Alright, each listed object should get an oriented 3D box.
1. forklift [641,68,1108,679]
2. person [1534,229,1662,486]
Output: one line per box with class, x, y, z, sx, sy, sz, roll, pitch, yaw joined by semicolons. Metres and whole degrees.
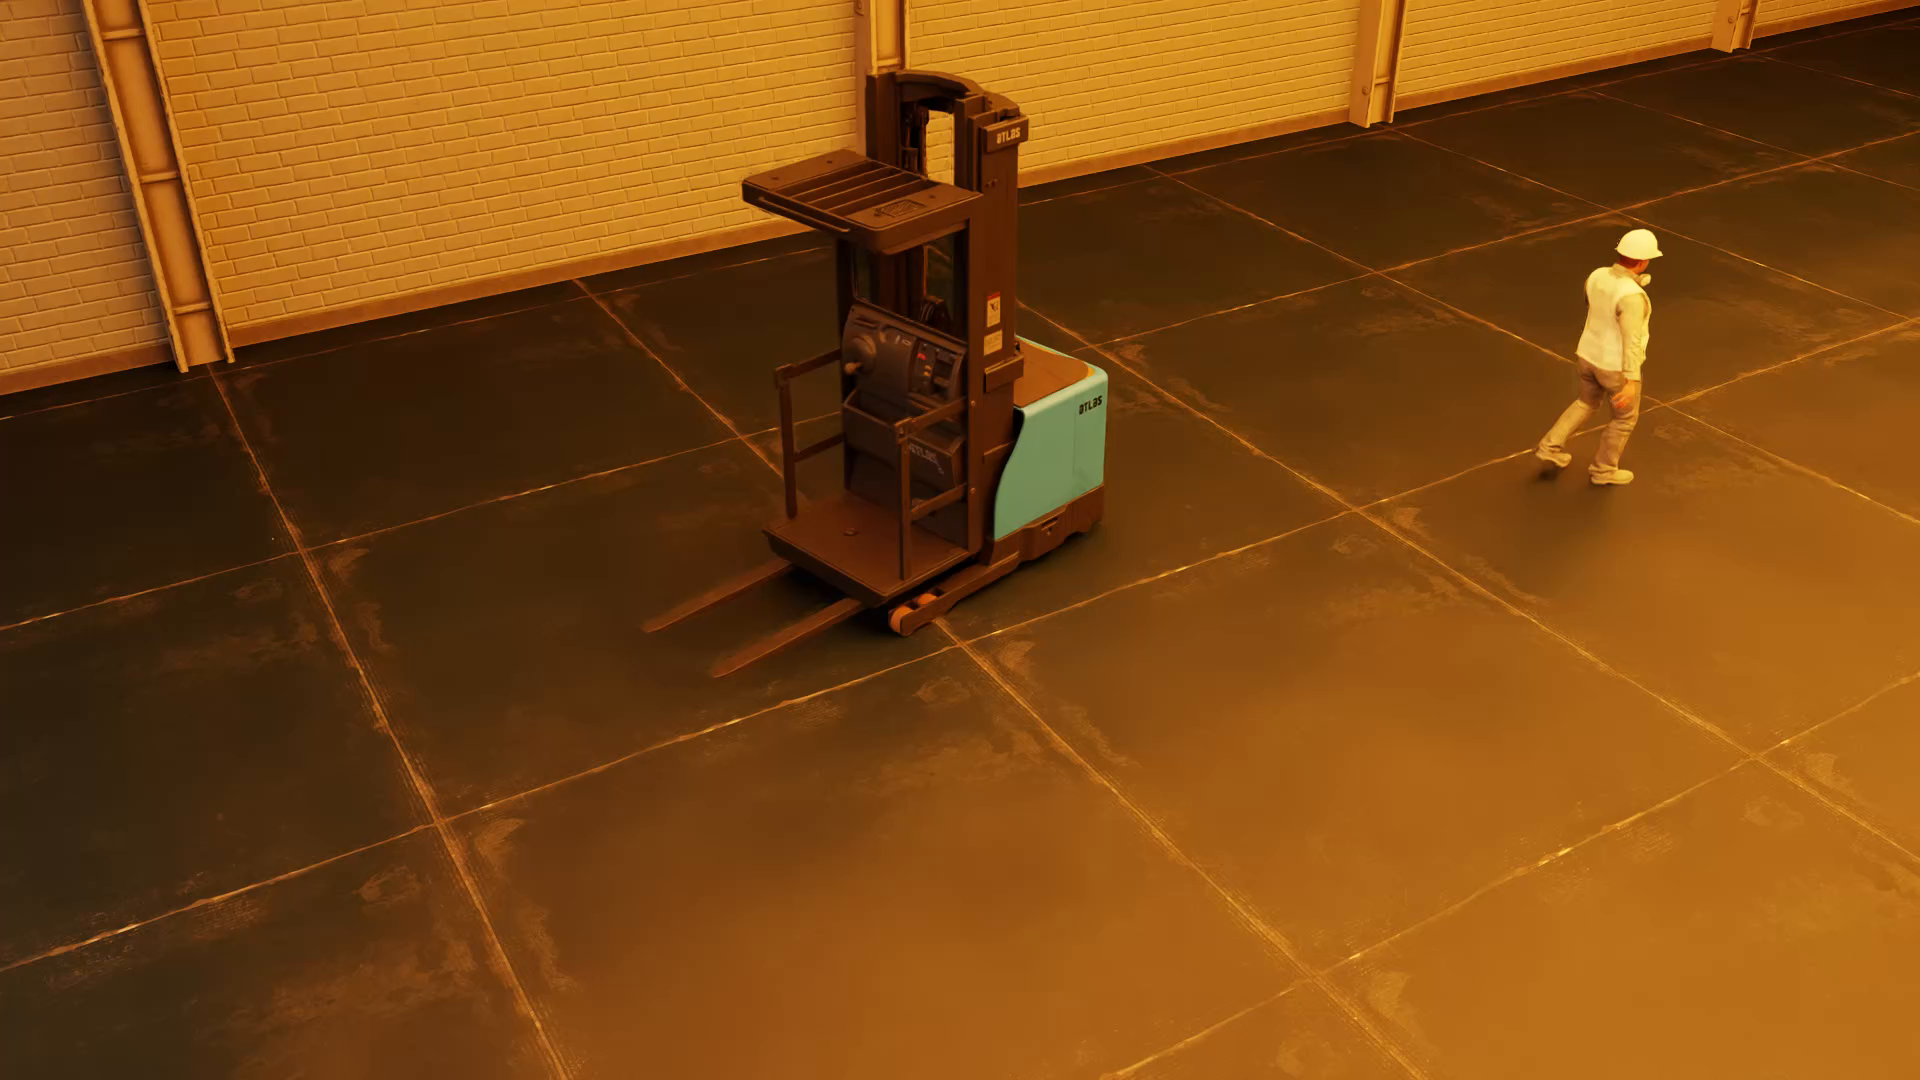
forklift;-0.475;-1.005;9.326;1.130;2.935;3.031;27;40;37
person;4.212;-1.165;10.743;0.662;1.752;0.833;-10;32;-16
